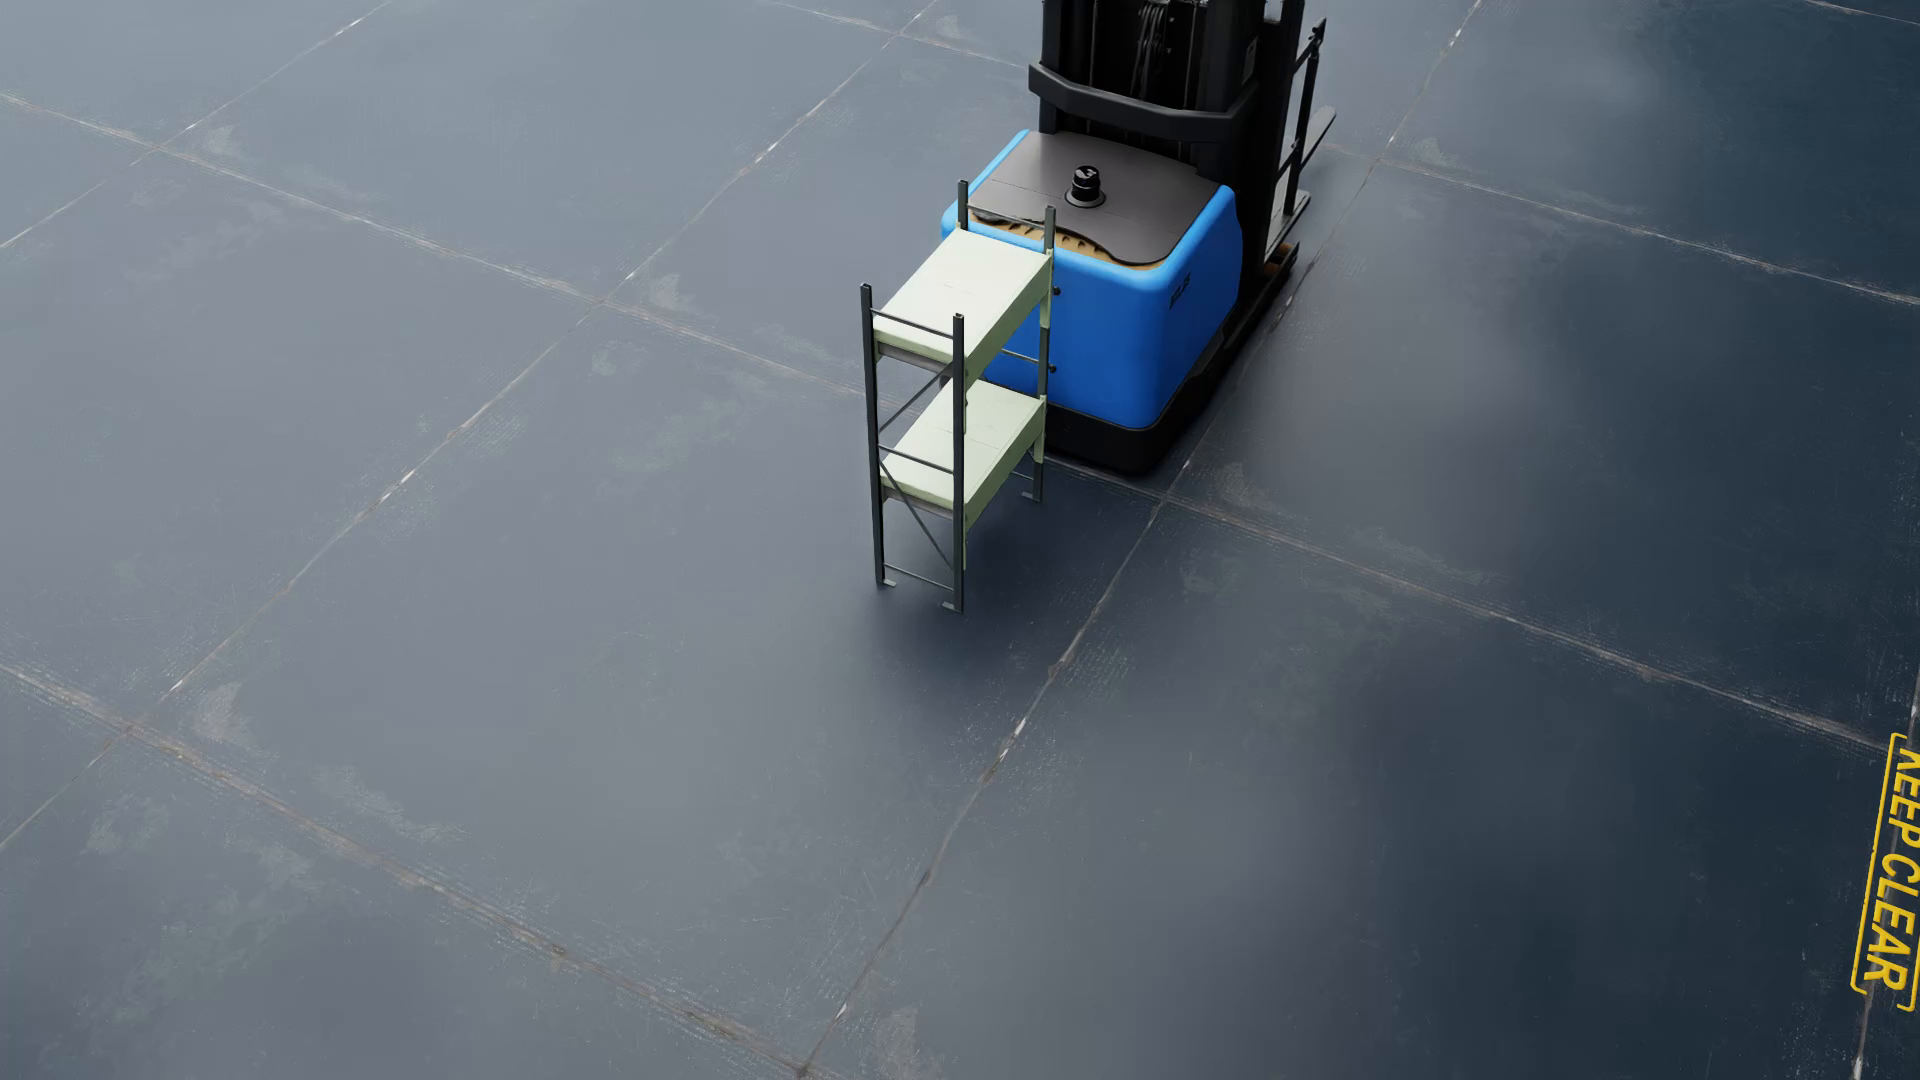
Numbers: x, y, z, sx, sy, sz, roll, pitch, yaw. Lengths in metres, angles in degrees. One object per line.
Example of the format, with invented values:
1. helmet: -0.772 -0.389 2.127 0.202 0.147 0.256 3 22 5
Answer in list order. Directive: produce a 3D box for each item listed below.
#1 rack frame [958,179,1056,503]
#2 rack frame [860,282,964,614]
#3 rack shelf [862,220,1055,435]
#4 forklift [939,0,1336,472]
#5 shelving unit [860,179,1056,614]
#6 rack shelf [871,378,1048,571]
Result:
1. rack frame: 0.173 -0.762 6.729 0.400 1.500 0.023 20 49 19
2. rack frame: -0.167 -0.301 6.273 0.400 1.500 0.023 20 49 19
3. rack shelf: 0.003 -0.806 6.223 0.431 0.370 0.720 20 49 19
4. forklift: 1.040 -2.373 7.315 1.130 2.935 3.031 21 49 19
5. shelving unit: 0.003 -0.531 6.501 0.431 1.500 0.755 20 49 19
6. rack shelf: 0.003 -0.302 6.733 0.431 0.370 0.720 20 49 19
